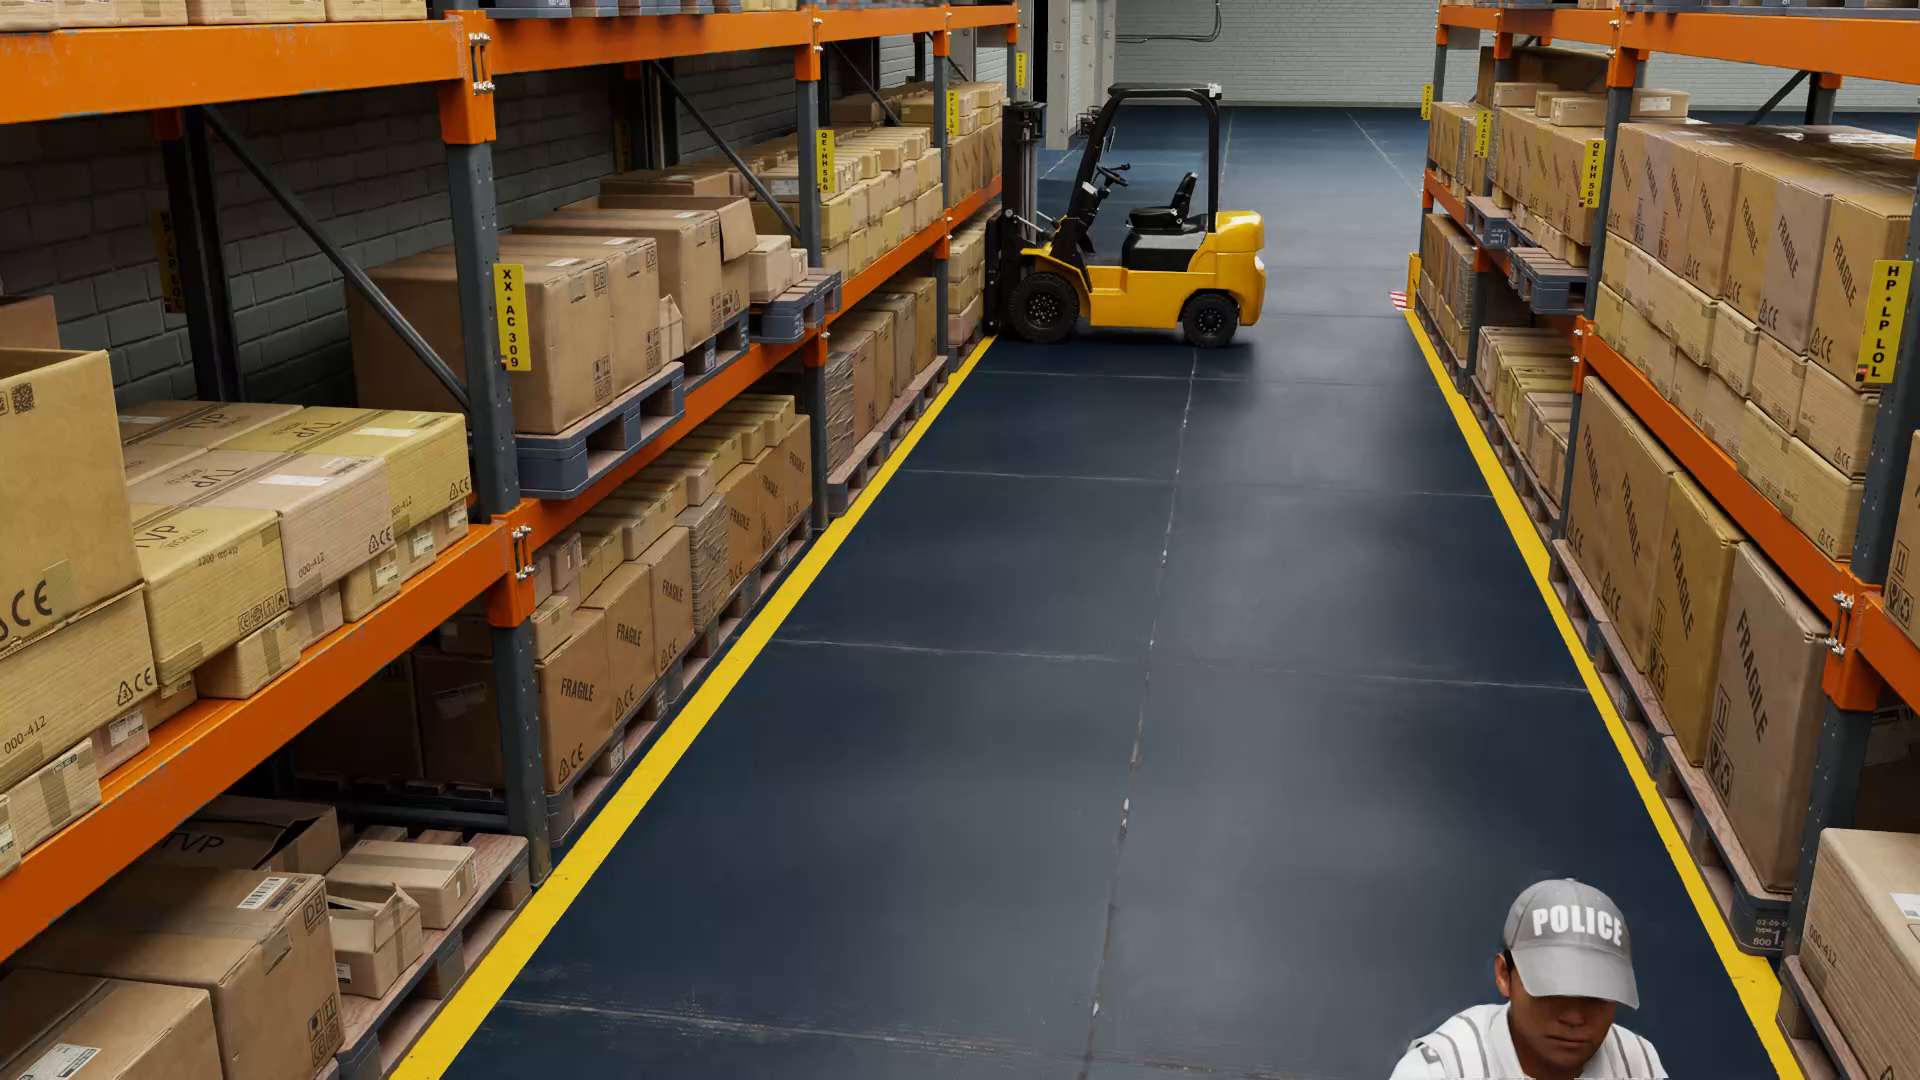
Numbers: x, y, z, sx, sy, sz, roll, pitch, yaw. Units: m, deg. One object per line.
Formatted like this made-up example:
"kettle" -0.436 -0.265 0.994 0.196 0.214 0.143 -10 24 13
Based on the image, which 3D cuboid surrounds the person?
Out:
"person" 0.856 1.272 2.616 0.500 1.627 0.828 -1 18 -2
